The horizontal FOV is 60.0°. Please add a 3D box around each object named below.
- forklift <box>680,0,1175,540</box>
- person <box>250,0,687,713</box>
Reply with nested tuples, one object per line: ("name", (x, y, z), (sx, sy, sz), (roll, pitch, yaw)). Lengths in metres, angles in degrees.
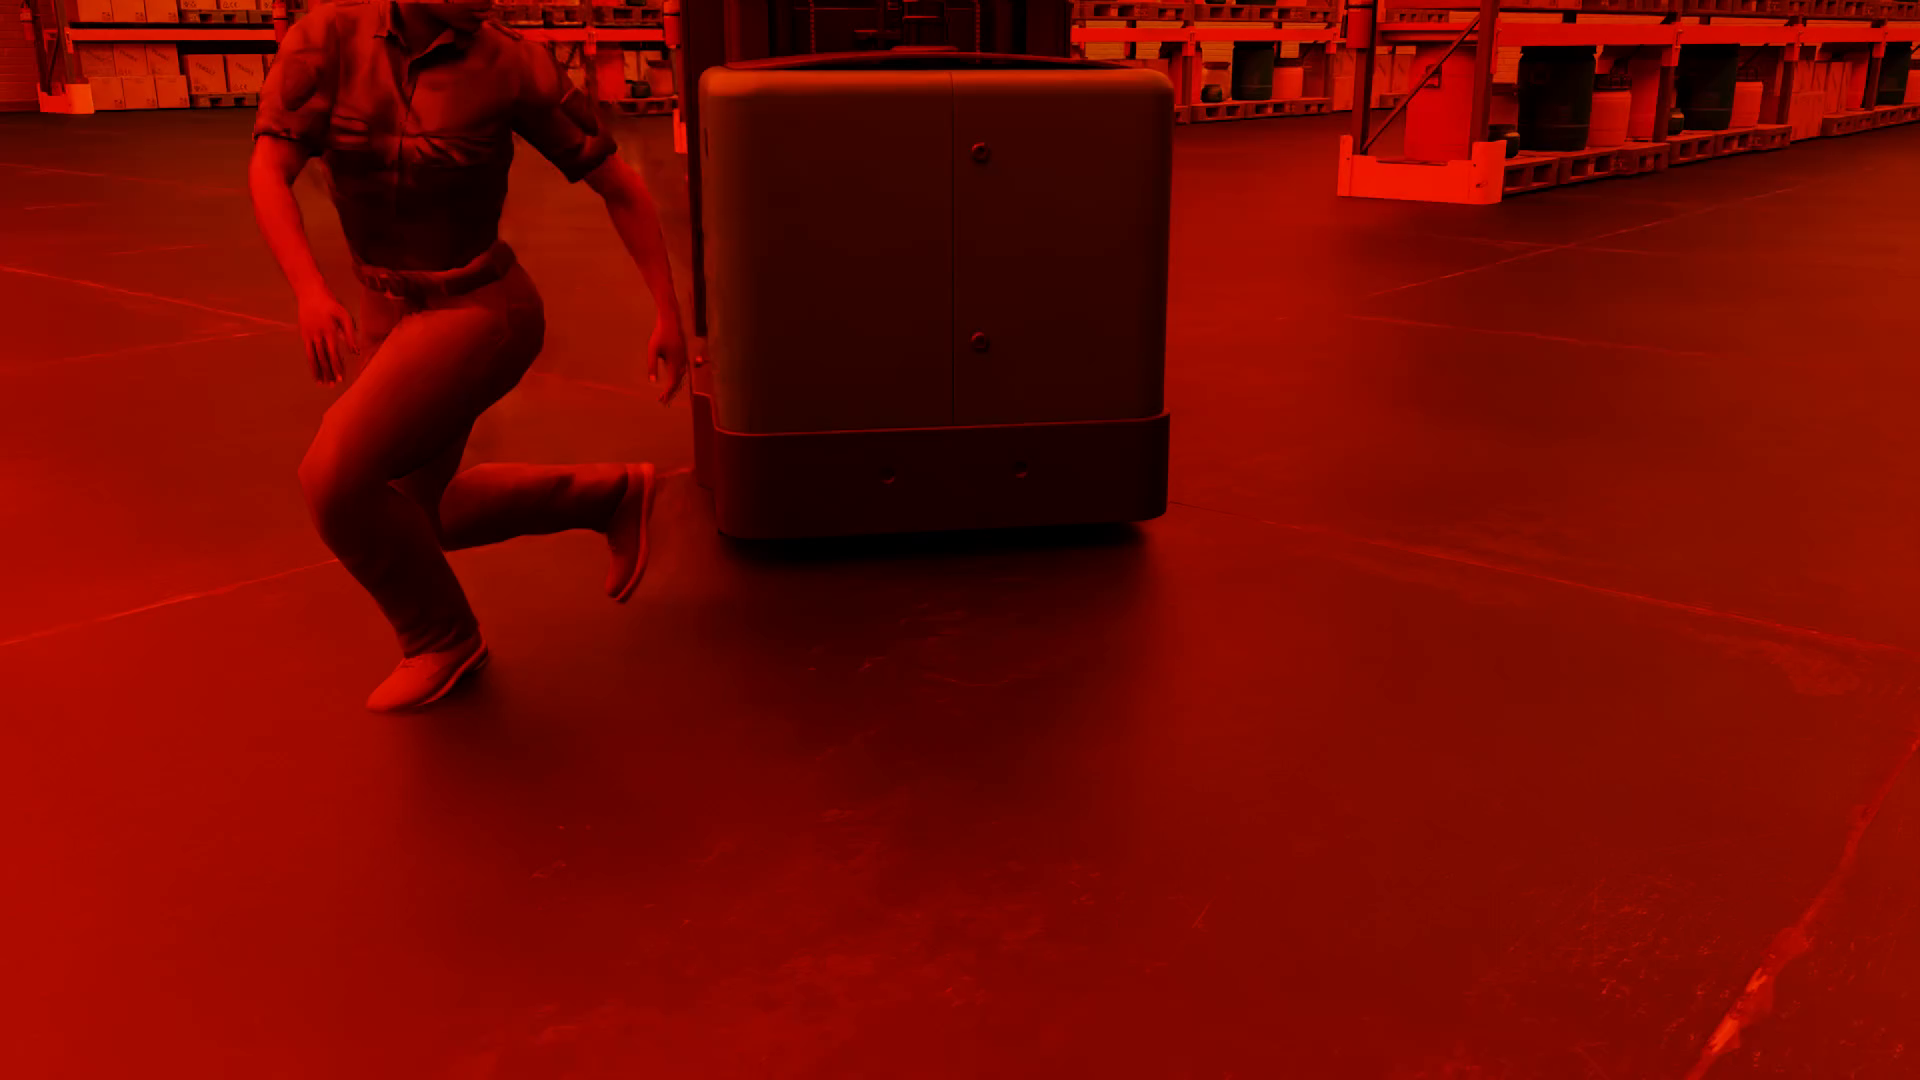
("forklift", (-0.273, -1.788, 4.786), (1.130, 2.935, 3.031), (-3, 17, -9))
("person", (-0.847, -0.423, 2.968), (0.582, 1.434, 0.848), (9, 19, 28))
